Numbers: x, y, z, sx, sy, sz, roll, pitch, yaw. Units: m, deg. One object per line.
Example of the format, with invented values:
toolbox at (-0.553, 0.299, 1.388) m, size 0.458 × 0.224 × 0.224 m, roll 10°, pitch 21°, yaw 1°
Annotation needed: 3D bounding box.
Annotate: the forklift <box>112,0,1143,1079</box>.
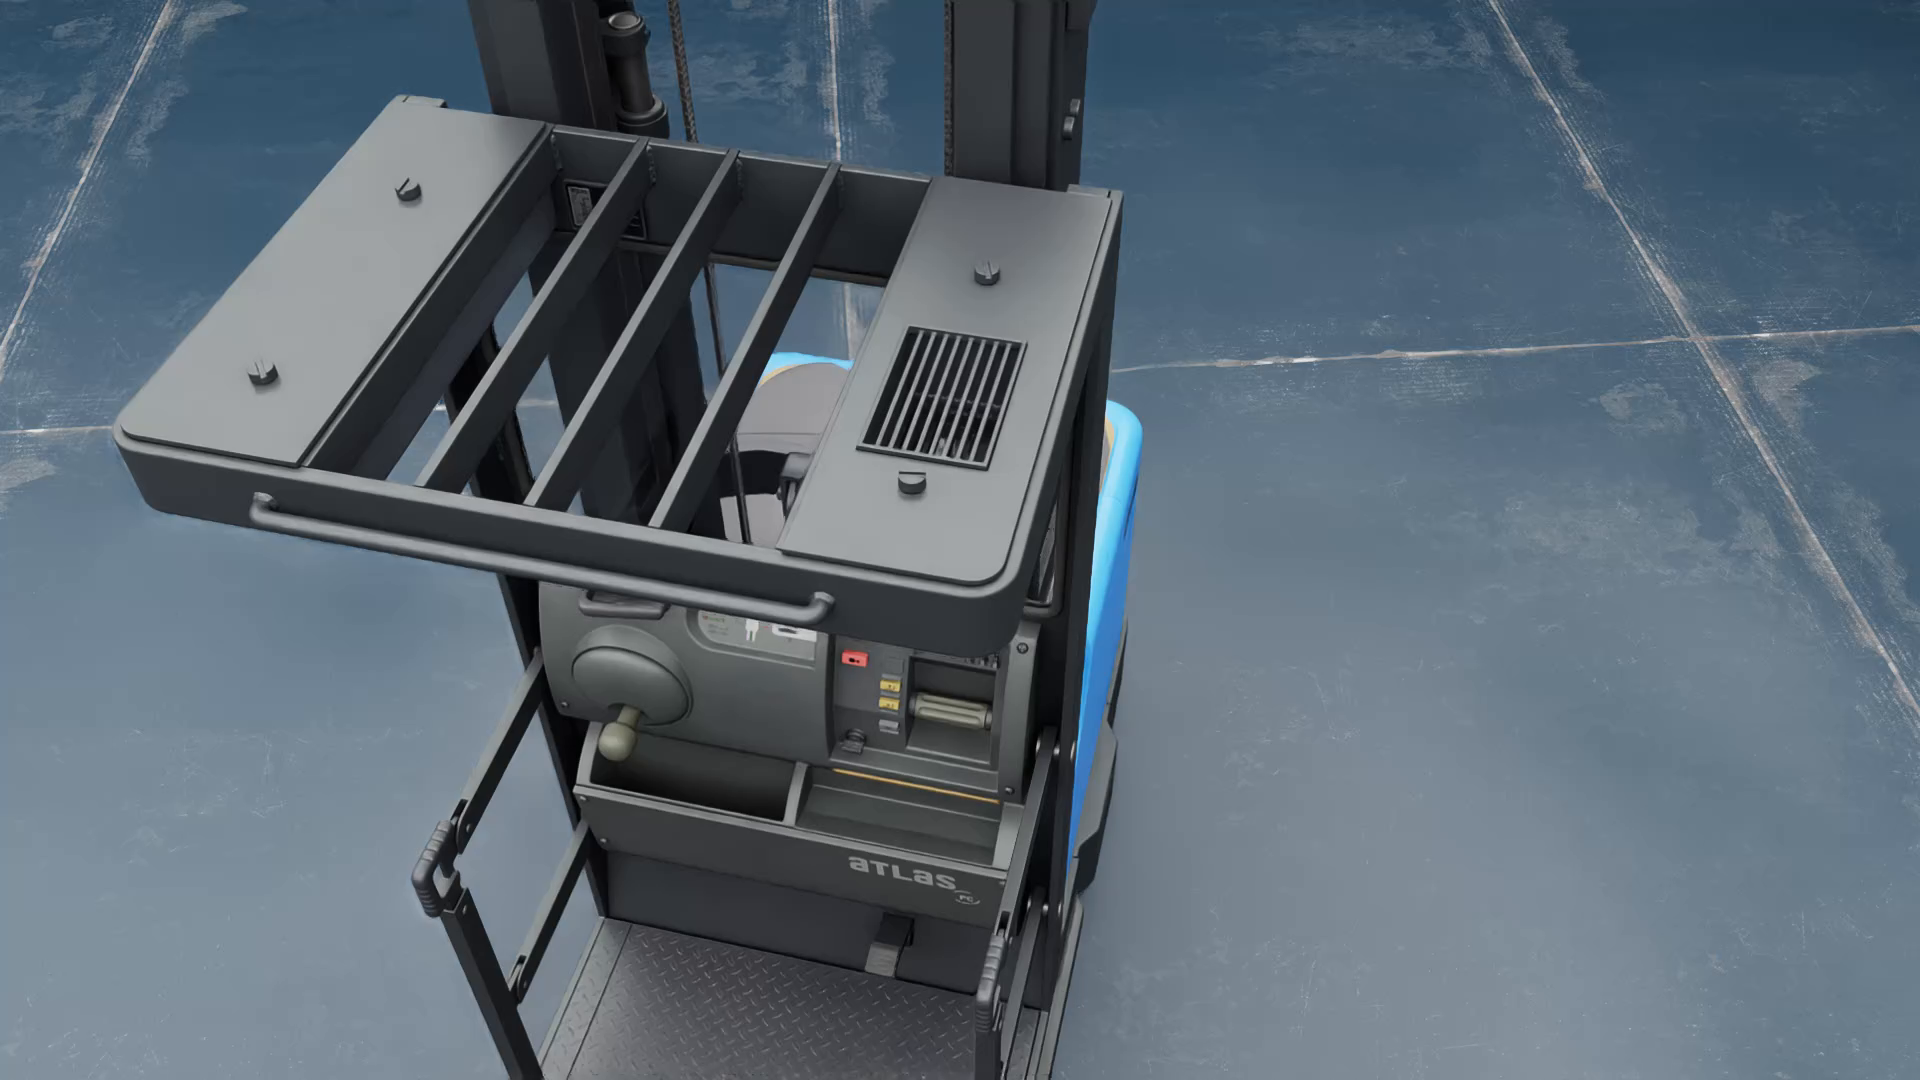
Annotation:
forklift at (-0.372, 0.356, 2.895) m, size 1.130 × 2.935 × 3.031 m, roll 10°, pitch 47°, yaw 9°
